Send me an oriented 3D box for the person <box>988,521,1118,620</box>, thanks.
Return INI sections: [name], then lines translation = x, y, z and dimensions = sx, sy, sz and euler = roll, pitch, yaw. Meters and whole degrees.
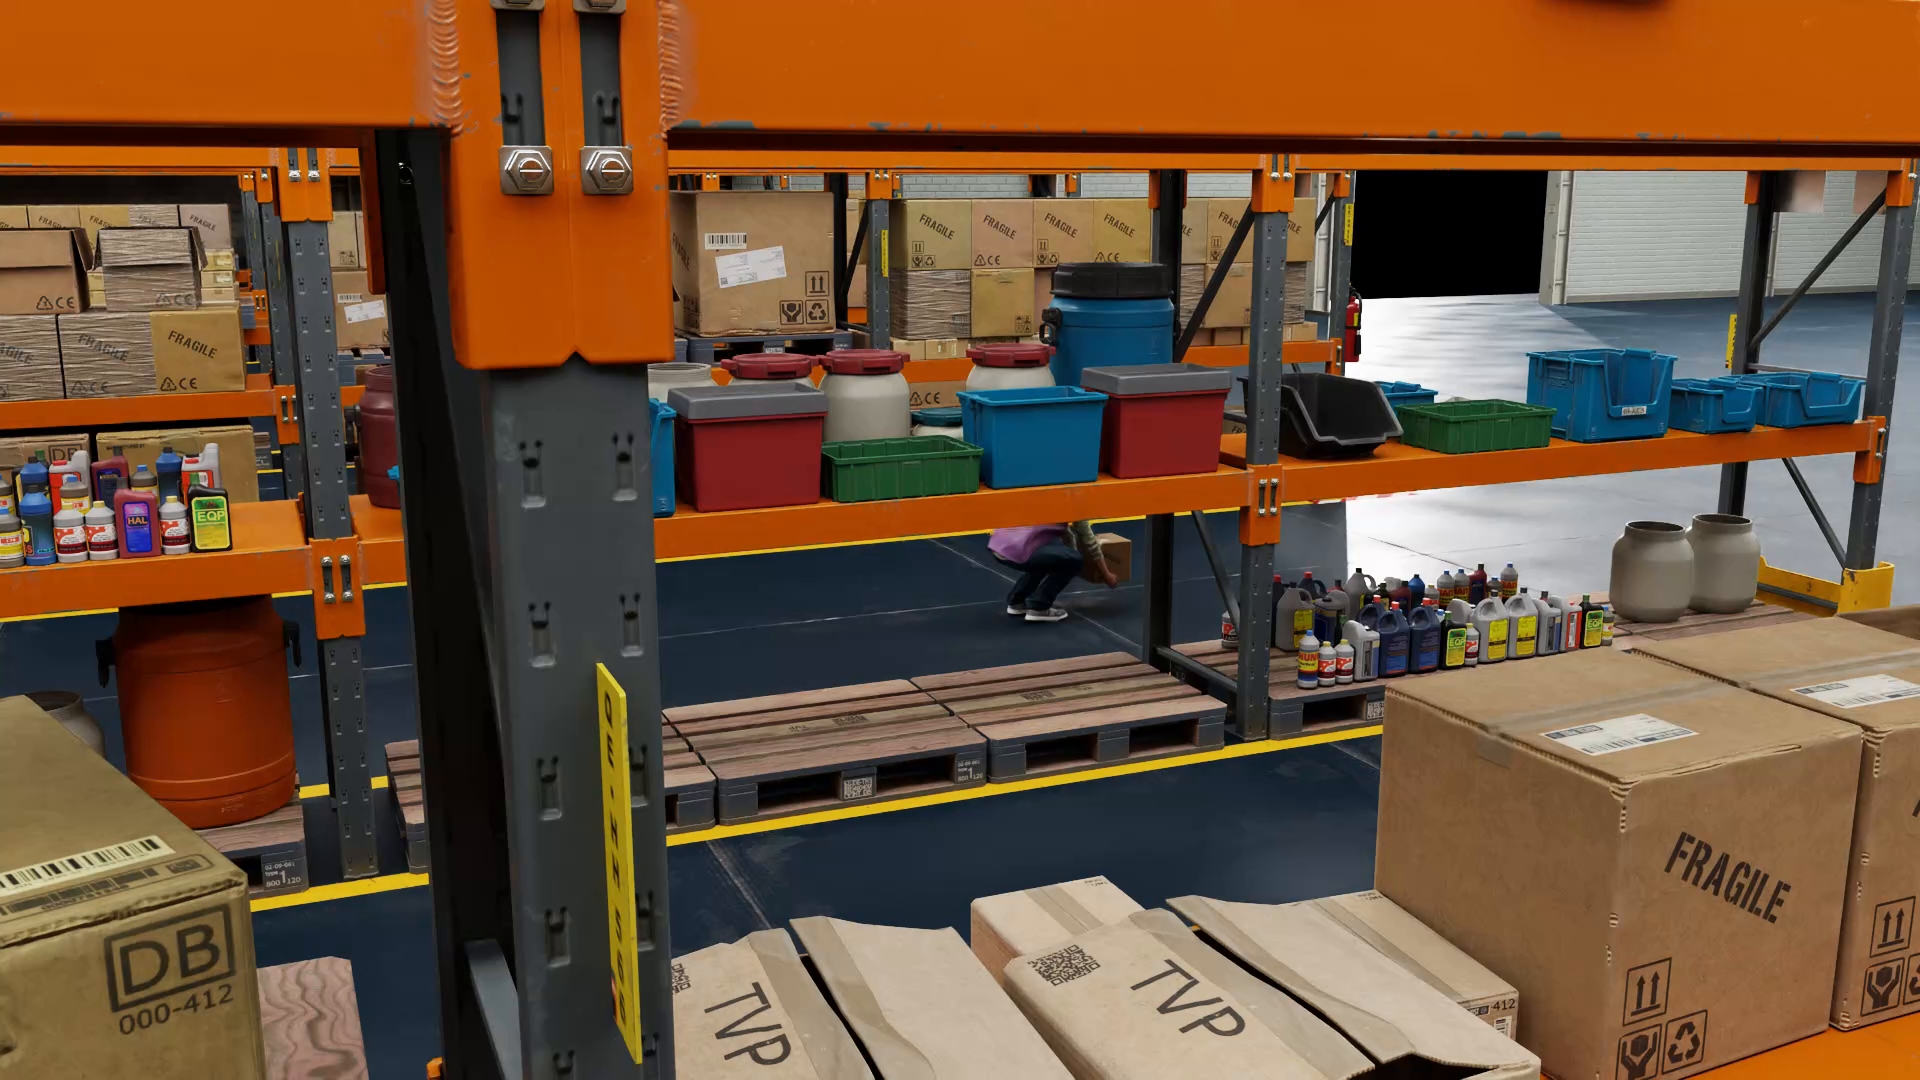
[person]
translation = 0.548, 0.028, 10.052
dimensions = 0.811, 0.882, 0.438
euler = -5, 13, -23
